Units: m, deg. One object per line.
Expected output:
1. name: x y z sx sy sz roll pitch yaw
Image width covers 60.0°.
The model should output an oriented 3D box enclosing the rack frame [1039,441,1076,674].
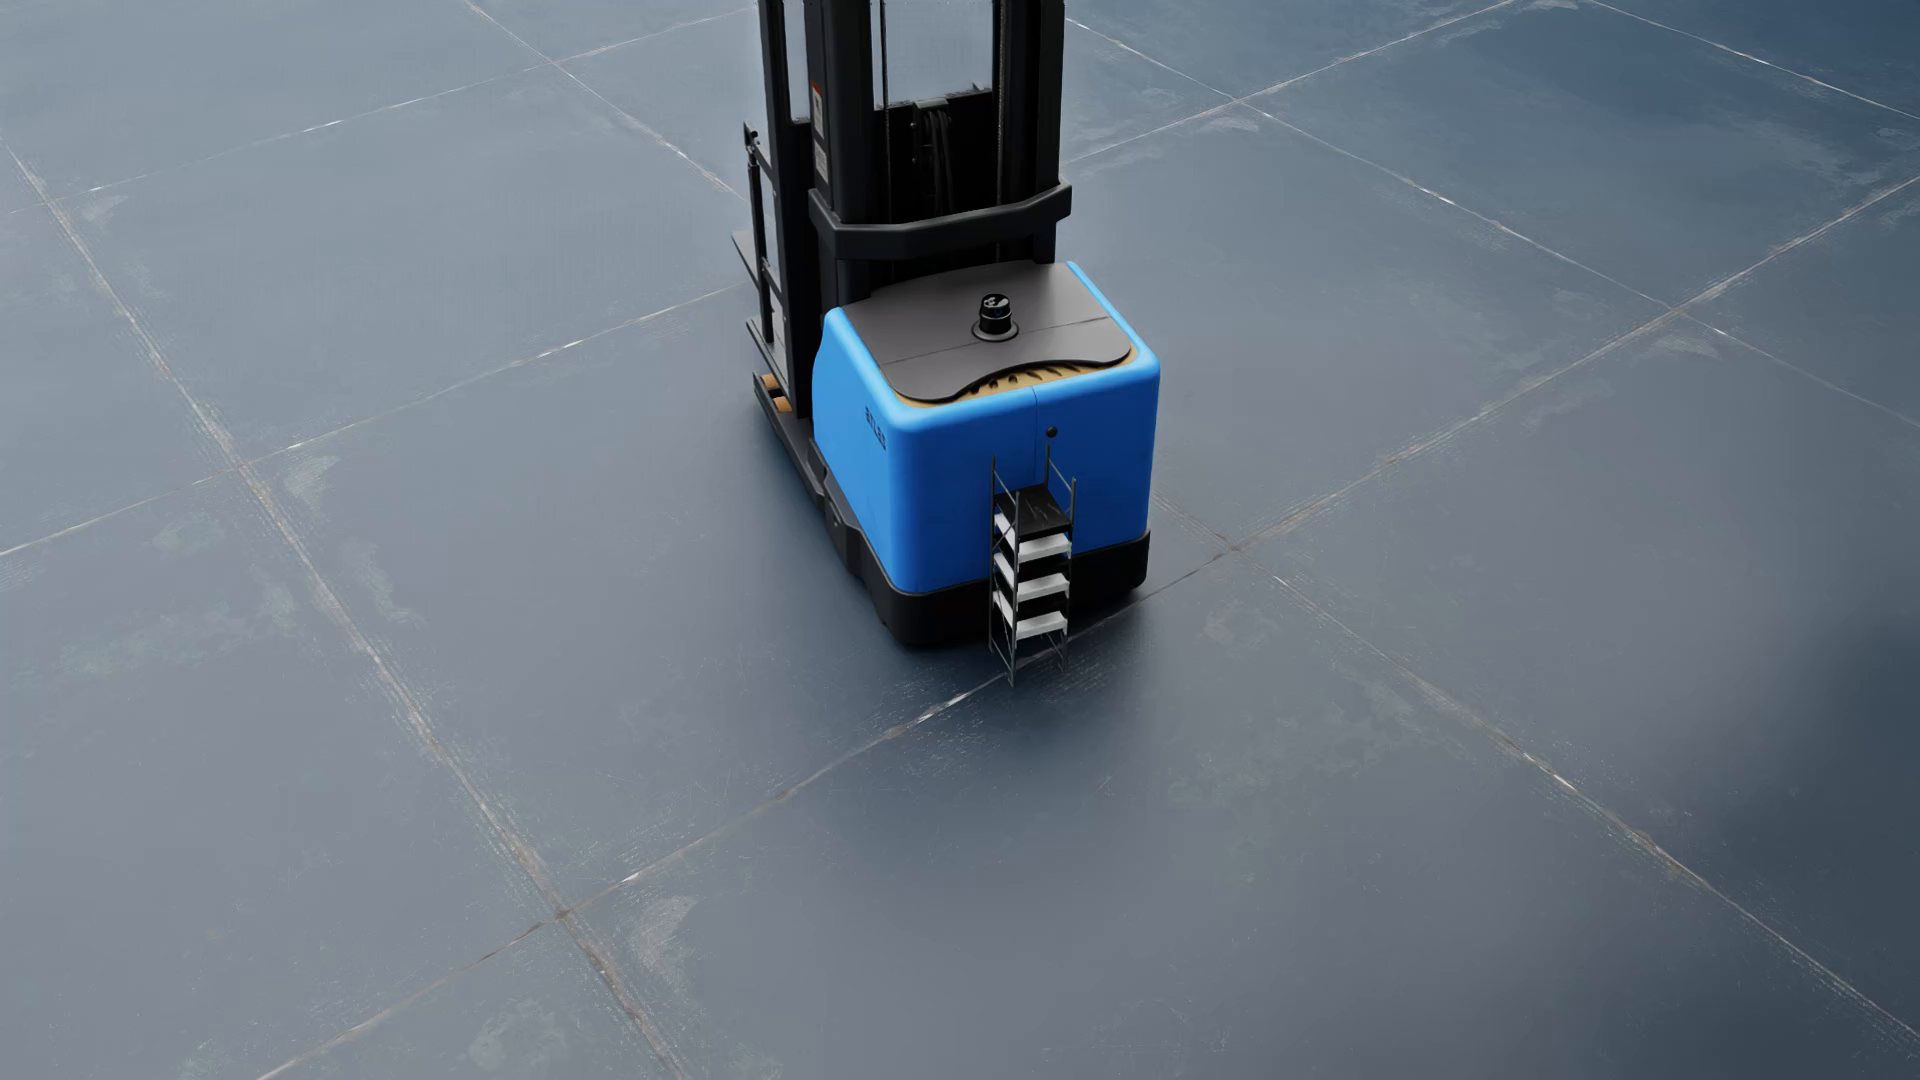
1. rack frame: 0.343 0.078 5.945 0.006 0.900 0.240 -14 41 -16

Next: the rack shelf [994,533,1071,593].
1. rack shelf: 0.248 0.057 5.881 0.200 0.077 0.258 -14 41 -16

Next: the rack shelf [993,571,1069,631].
1. rack shelf: 0.248 0.196 5.995 0.200 0.077 0.258 -14 41 -16

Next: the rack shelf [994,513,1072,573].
1. rack shelf: 0.248 -0.012 5.823 0.200 0.077 0.258 -14 41 -16

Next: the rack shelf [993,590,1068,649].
1. rack shelf: 0.248 0.266 6.052 0.200 0.077 0.258 -14 41 -16

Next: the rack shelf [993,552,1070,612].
1. rack shelf: 0.248 0.127 5.938 0.200 0.077 0.258 -14 41 -16

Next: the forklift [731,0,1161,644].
1. forklift: -0.278 -1.686 6.495 1.130 2.935 3.031 -14 41 -16

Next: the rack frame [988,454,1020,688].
1. rack frame: 0.153 0.124 5.889 0.006 0.900 0.240 -14 41 -16

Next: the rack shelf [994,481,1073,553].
1. rack shelf: 0.248 -0.082 5.766 0.200 0.077 0.258 -14 41 -16

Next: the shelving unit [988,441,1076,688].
1. shelving unit: 0.248 0.101 5.917 0.210 0.900 0.258 -14 41 -16
